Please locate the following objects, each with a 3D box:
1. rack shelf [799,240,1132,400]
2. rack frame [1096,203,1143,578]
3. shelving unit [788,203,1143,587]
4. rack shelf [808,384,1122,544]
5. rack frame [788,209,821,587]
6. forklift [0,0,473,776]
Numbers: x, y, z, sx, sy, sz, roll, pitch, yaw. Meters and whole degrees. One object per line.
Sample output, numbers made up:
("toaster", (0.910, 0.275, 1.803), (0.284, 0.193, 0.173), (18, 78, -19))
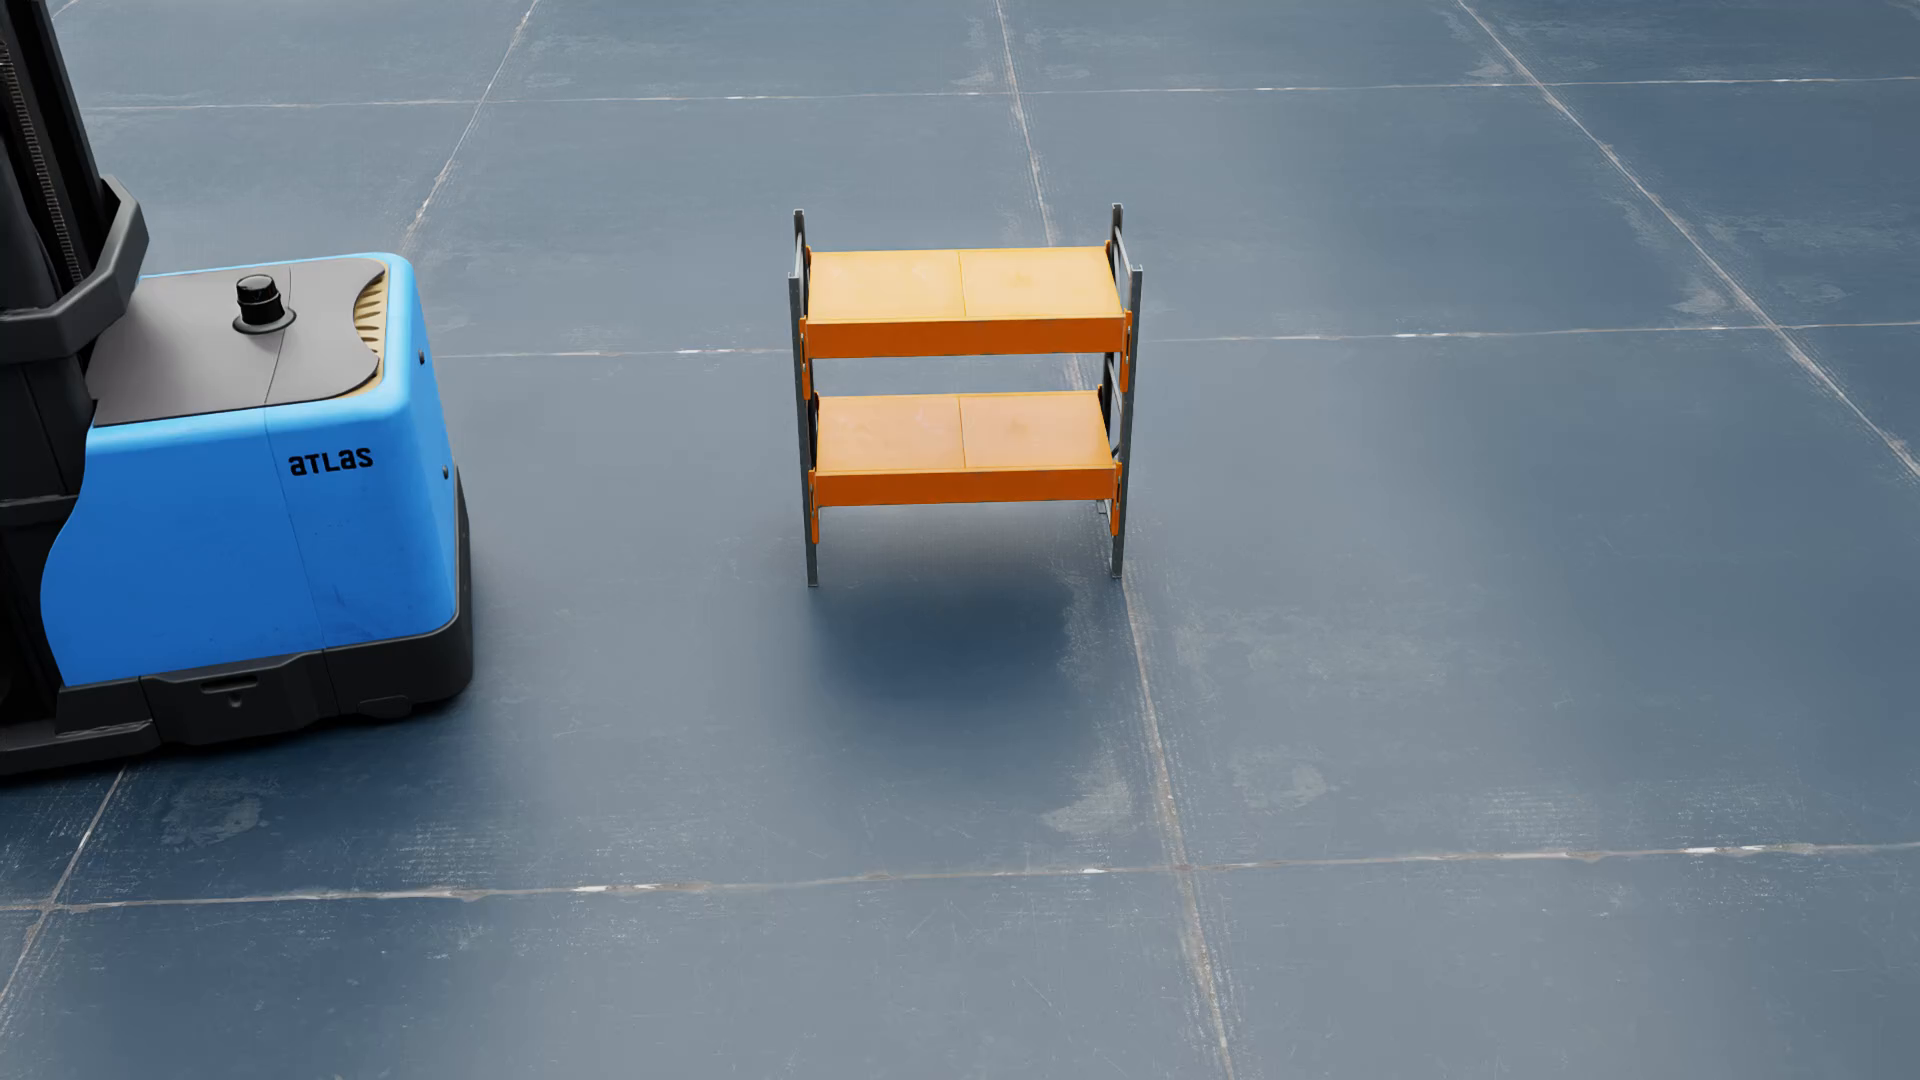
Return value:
("rack shelf", (0.007, -0.703, 5.264), (1.000, 0.278, 0.538), (-2, 35, -2))
("rack frame", (0.515, -0.476, 5.450), (0.032, 1.125, 0.500), (-2, 35, -2))
("shelving unit", (0.007, -0.463, 5.430), (1.048, 1.125, 0.538), (-2, 35, -2))
("rack shelf", (0.007, -0.262, 5.569), (1.000, 0.278, 0.538), (-2, 35, -2))
("rack frame", (-0.501, -0.449, 5.410), (0.032, 1.125, 0.500), (-2, 35, -2))
("forklift", (-3.048, -0.758, 4.270), (3.031, 2.935, 1.130), (-8, 36, -12))
